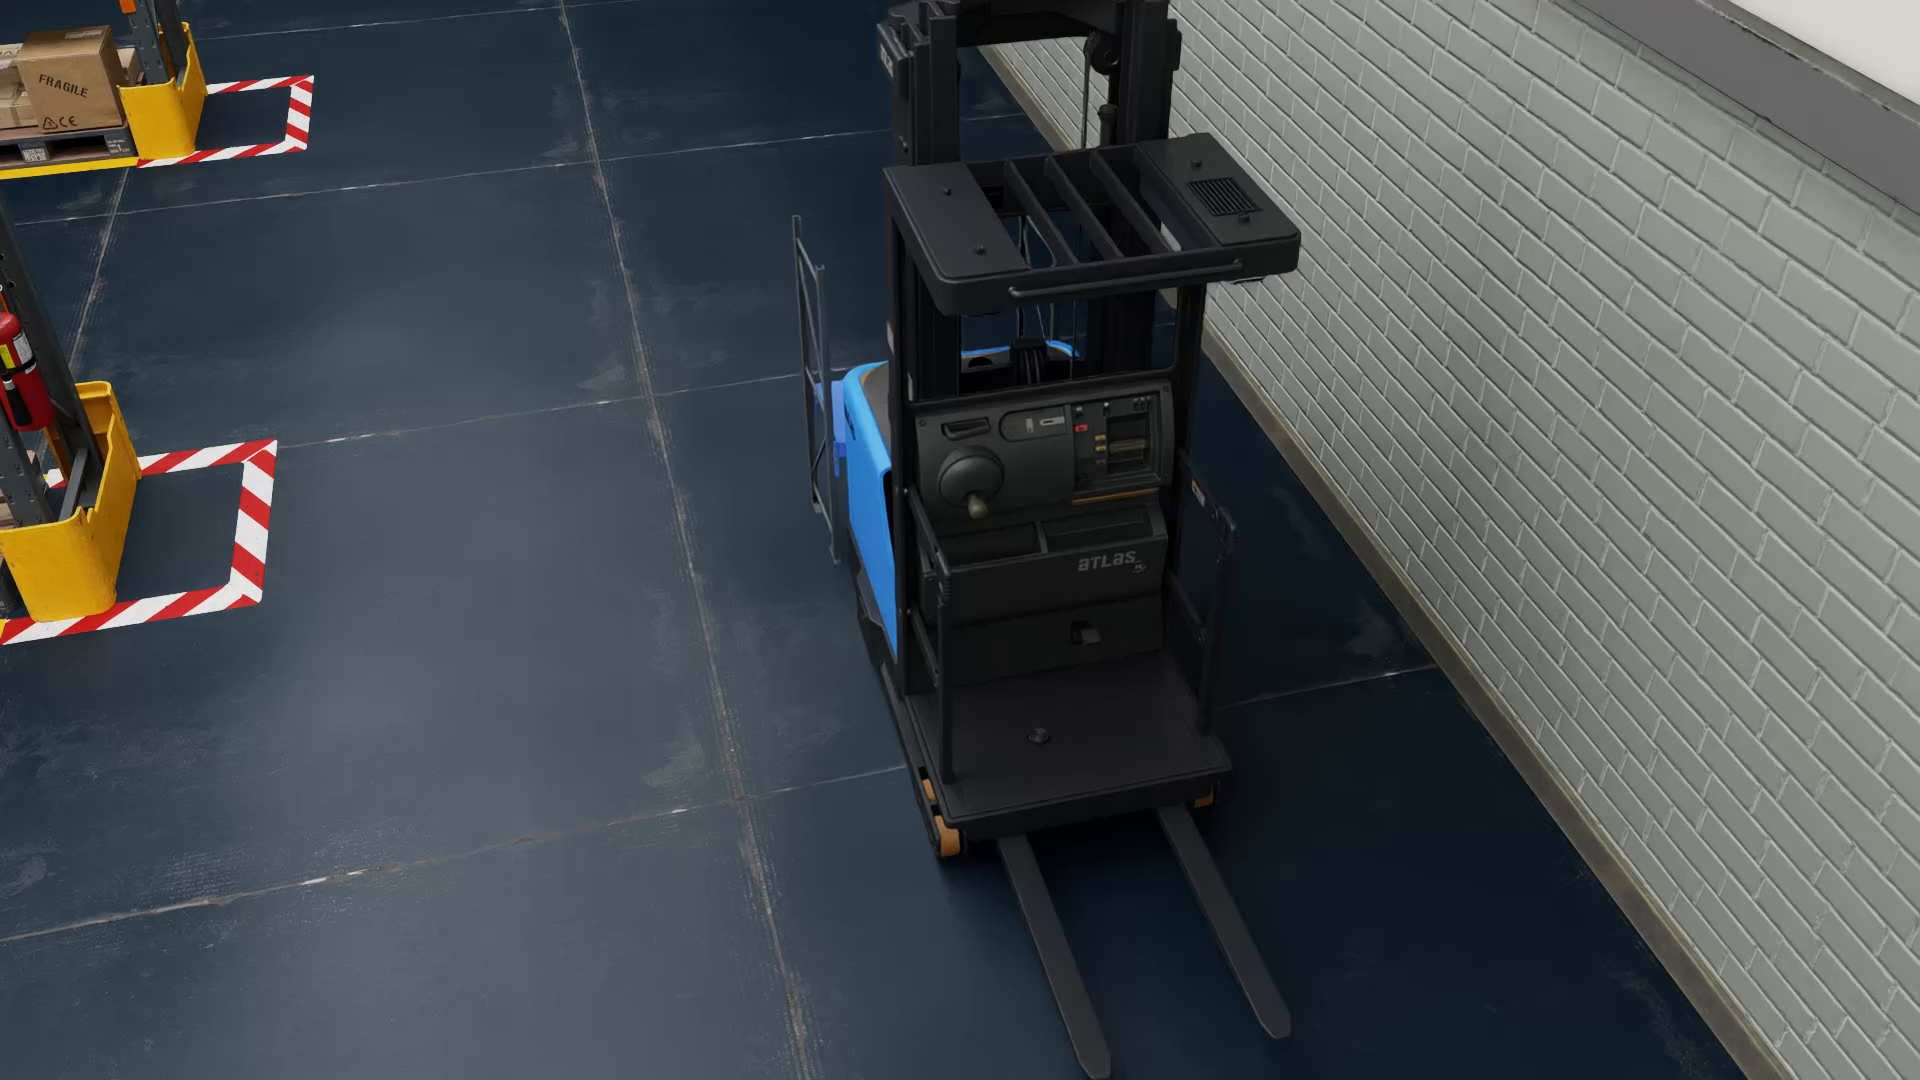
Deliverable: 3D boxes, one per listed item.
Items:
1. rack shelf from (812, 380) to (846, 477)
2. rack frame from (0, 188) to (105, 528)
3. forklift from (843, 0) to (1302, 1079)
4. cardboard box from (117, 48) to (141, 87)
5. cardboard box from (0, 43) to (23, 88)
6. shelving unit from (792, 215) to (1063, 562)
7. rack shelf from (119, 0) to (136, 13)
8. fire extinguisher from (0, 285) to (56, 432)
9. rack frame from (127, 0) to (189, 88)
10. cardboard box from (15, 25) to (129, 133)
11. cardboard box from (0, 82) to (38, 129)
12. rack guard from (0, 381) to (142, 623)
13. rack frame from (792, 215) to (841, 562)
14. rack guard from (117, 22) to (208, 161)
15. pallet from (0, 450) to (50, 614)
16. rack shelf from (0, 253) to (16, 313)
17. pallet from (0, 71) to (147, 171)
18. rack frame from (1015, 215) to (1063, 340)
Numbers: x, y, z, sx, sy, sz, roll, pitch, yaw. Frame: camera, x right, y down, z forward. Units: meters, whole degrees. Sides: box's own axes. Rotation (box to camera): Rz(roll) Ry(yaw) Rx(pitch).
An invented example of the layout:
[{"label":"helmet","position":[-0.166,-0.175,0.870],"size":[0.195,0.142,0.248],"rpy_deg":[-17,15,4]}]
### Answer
[{"label":"rack shelf","position":[-0.143,-0.587,7.578],"size":[1.000,0.185,0.538],"rpy_deg":[-10,39,-13]},{"label":"rack frame","position":[-4.074,-1.178,6.822],"size":[0.127,3.000,1.000],"rpy_deg":[-9,38,-12]},{"label":"forklift","position":[0.360,-0.244,5.657],"size":[1.130,2.935,3.031],"rpy_deg":[-9,38,-11]},{"label":"cardboard box","position":[-5.856,-3.262,11.530],"size":[0.250,0.149,0.380],"rpy_deg":[-9,38,-12]},{"label":"cardboard box","position":[-6.444,-3.168,11.324],"size":[0.500,0.250,0.500],"rpy_deg":[-9,38,-12]},{"label":"shelving unit","position":[-0.143,-0.730,7.469],"size":[1.048,1.500,0.538],"rpy_deg":[-10,39,-13]},{"label":"rack shelf","position":[-7.293,-3.482,10.425],"size":[4.000,0.370,1.077],"rpy_deg":[-9,38,-12]},{"label":"fire extinguisher","position":[-3.810,-0.757,6.641],"size":[0.183,0.674,0.296],"rpy_deg":[-9,38,-12]},{"label":"rack frame","position":[-5.362,-4.084,10.621],"size":[0.127,3.000,1.000],"rpy_deg":[-9,38,-12]},{"label":"cardboard box","position":[-5.823,-3.036,10.945],"size":[0.500,0.500,0.500],"rpy_deg":[-9,38,-12]},{"label":"cardboard box","position":[-6.237,-2.892,11.031],"size":[0.250,0.166,0.380],"rpy_deg":[-9,38,-12]},{"label":"rack guard","position":[-4.054,-0.197,7.596],"size":[0.348,0.500,1.175],"rpy_deg":[-9,38,-12]},{"label":"rack frame","position":[-0.631,-0.642,7.354],"size":[0.032,1.500,0.500],"rpy_deg":[-10,39,-13]},{"label":"rack guard","position":[-5.435,-3.080,11.364],"size":[0.348,0.500,1.175],"rpy_deg":[-9,38,-12]},{"label":"pallet","position":[-4.880,0.037,7.528],"size":[1.213,0.211,1.003],"rpy_deg":[-9,38,-12]},{"label":"rack shelf","position":[-6.005,-0.576,6.626],"size":[4.000,0.370,1.077],"rpy_deg":[-9,38,-12]},{"label":"pallet","position":[-6.205,-2.838,11.286],"size":[1.213,0.211,1.003],"rpy_deg":[-9,38,-12]},{"label":"rack frame","position":[0.344,-0.817,7.584],"size":[0.032,1.500,0.500],"rpy_deg":[-10,39,-13]}]
